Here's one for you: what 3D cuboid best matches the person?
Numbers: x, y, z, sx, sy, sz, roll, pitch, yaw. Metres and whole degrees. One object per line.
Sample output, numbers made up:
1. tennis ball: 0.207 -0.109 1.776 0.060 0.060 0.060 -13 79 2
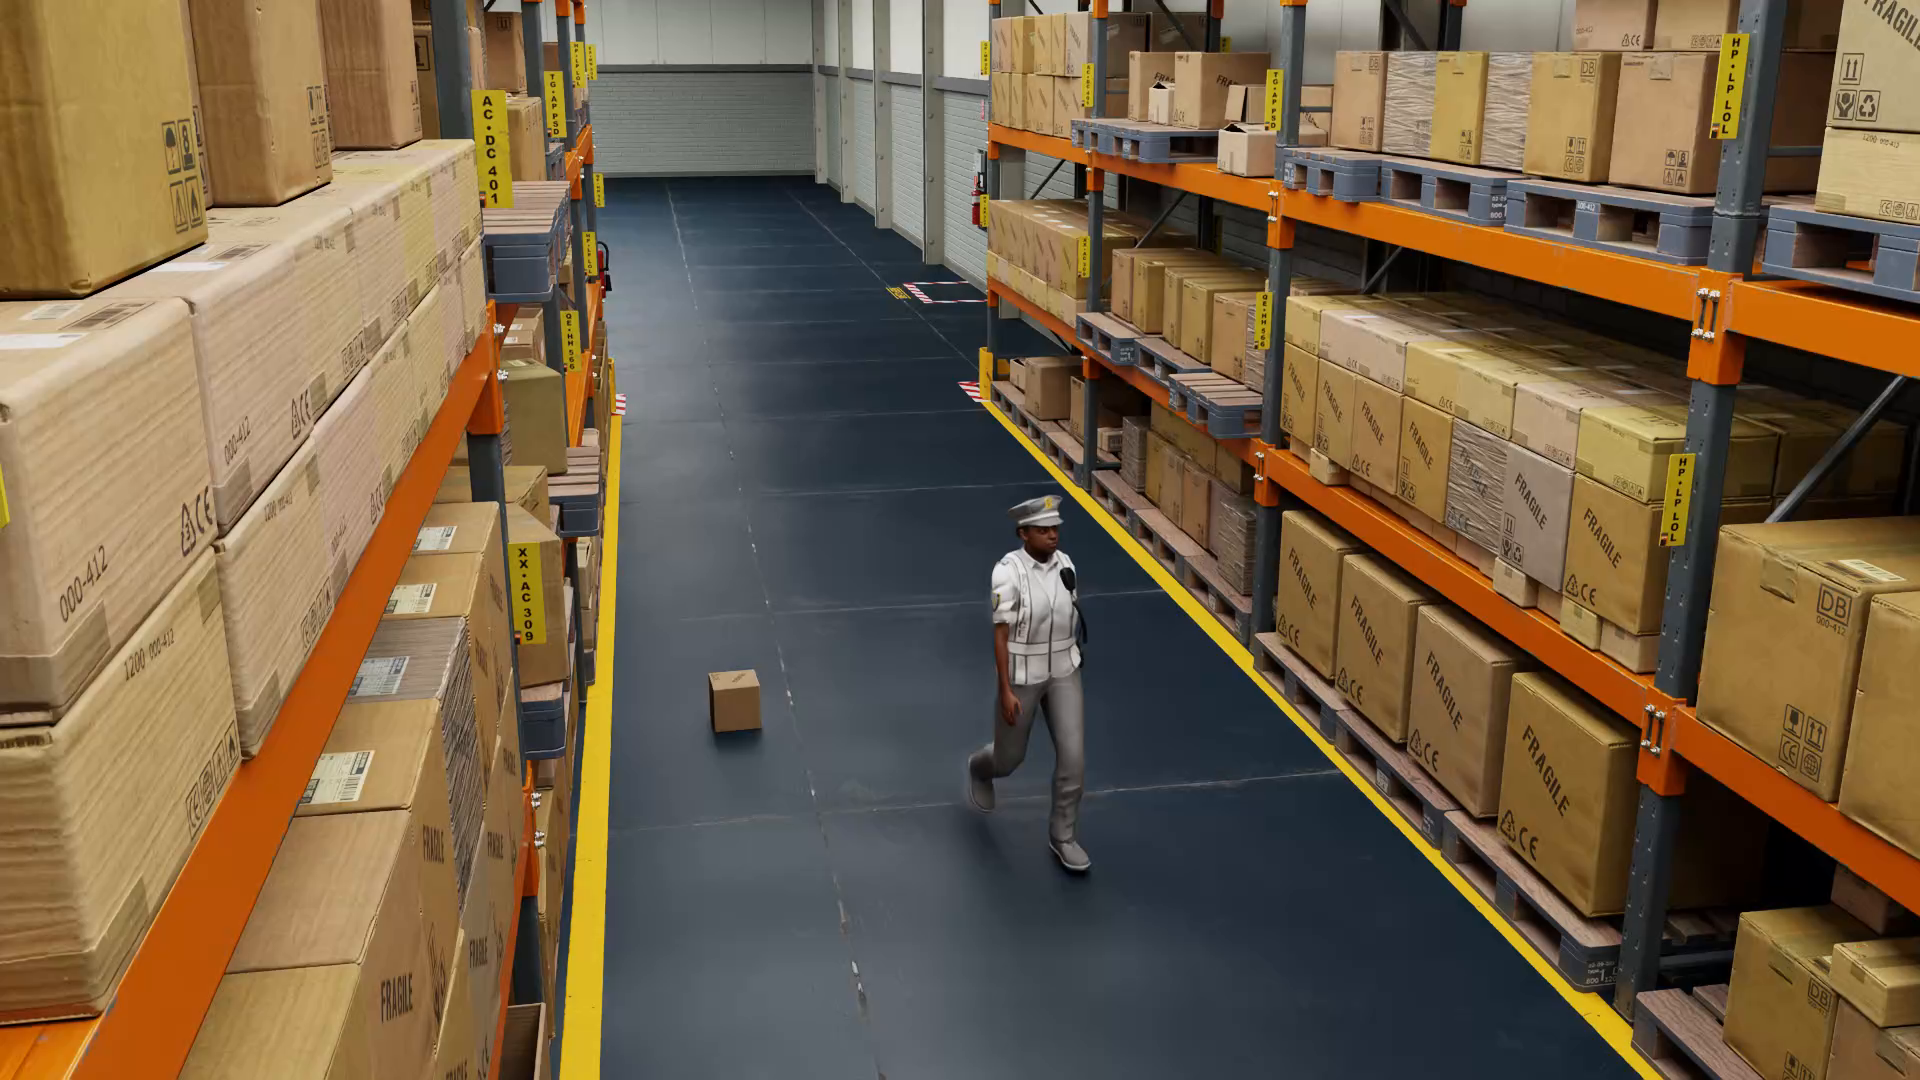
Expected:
1. person: 0.327 0.582 7.475 0.439 1.651 0.835 -7 18 -21
